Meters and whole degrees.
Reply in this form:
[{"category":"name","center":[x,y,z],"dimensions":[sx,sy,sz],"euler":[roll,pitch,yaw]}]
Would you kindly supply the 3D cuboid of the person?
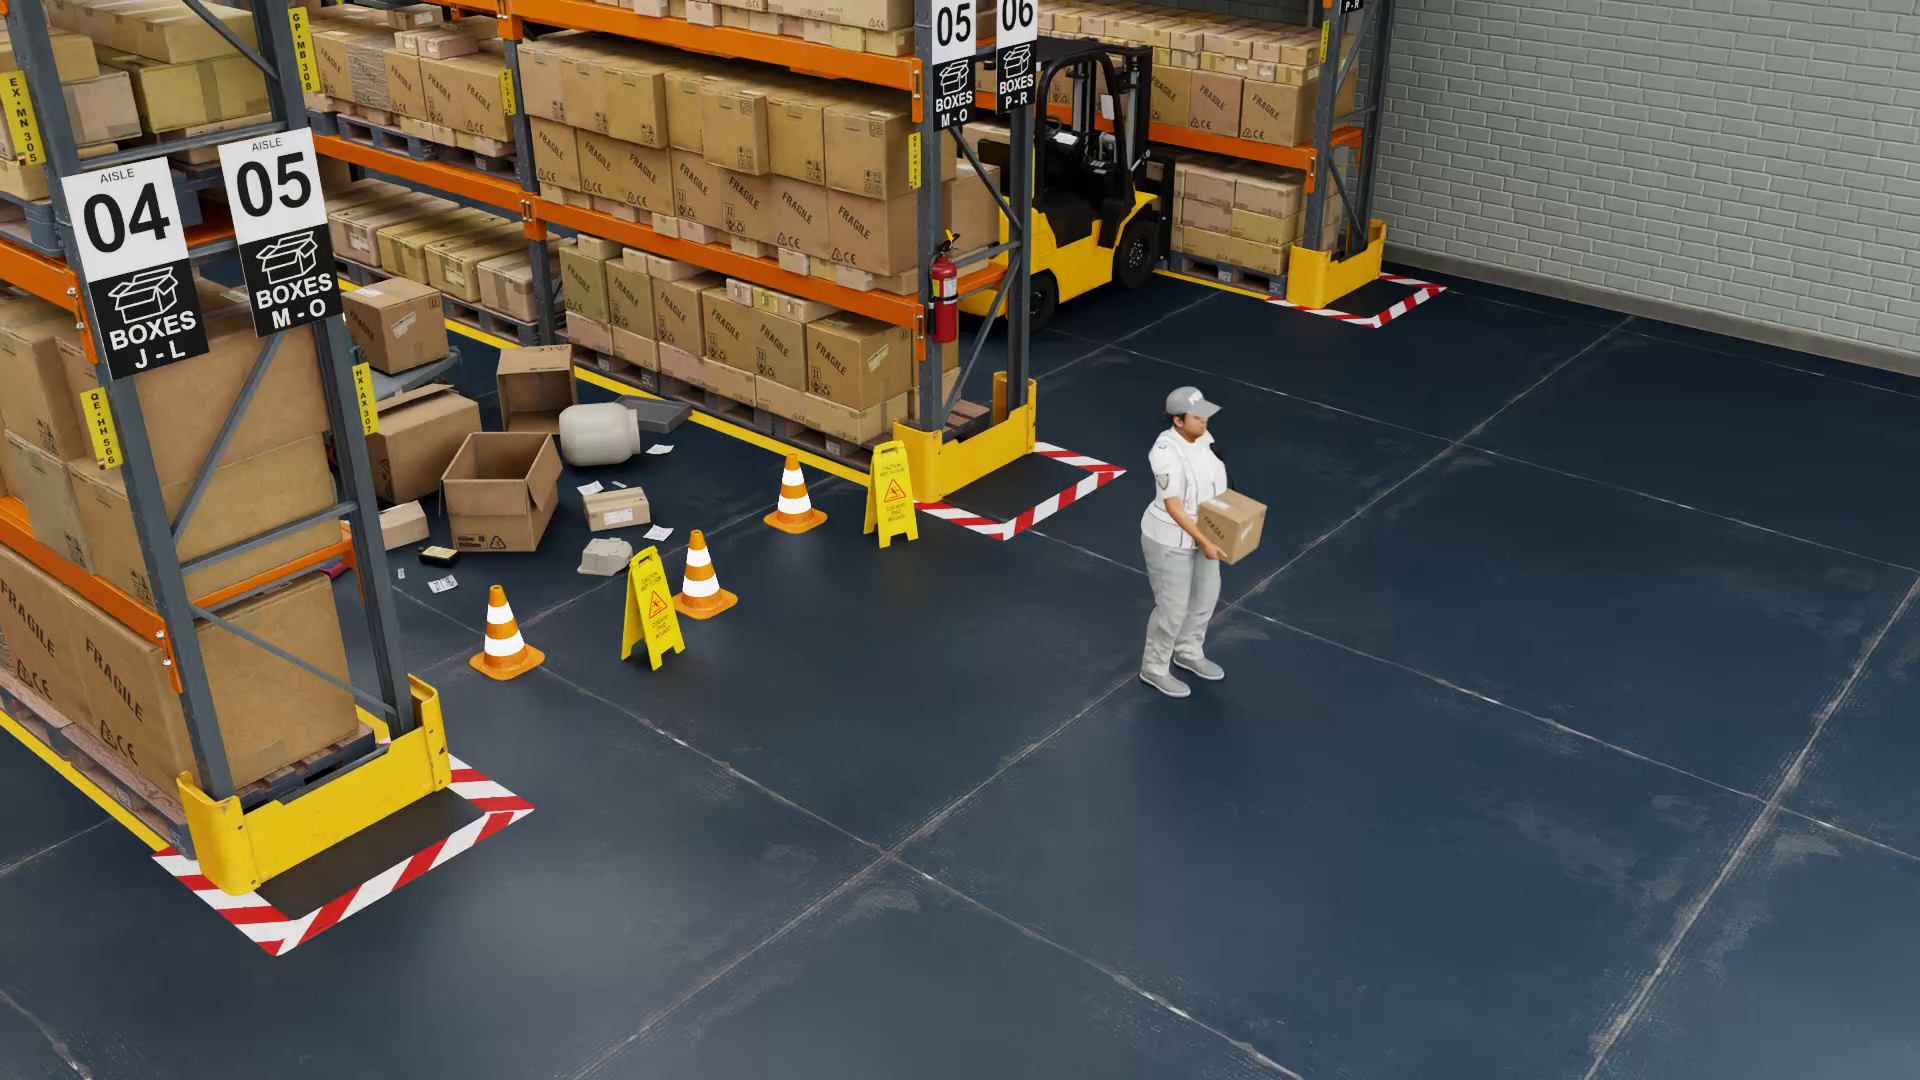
[{"category":"person","center":[1.219,0.014,8.602],"dimensions":[0.541,1.657,0.455],"euler":[22,34,35]}]
